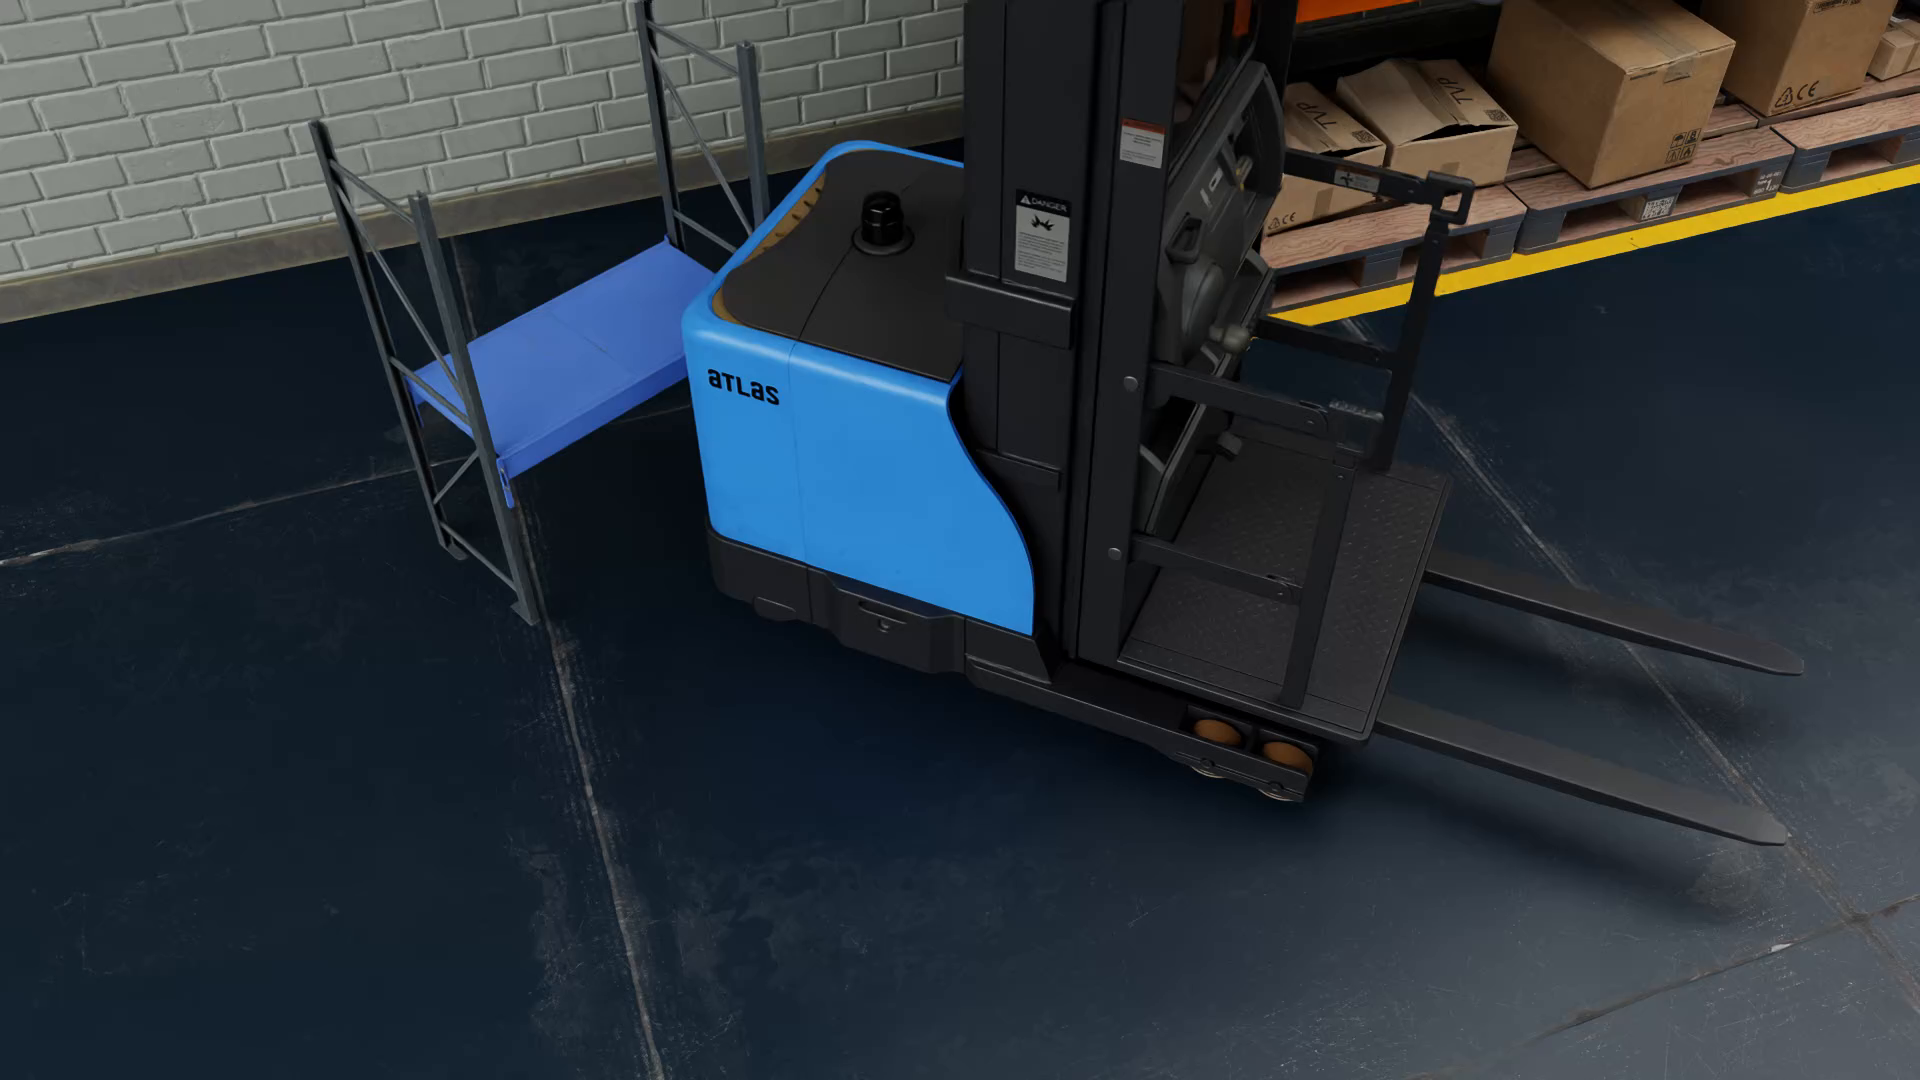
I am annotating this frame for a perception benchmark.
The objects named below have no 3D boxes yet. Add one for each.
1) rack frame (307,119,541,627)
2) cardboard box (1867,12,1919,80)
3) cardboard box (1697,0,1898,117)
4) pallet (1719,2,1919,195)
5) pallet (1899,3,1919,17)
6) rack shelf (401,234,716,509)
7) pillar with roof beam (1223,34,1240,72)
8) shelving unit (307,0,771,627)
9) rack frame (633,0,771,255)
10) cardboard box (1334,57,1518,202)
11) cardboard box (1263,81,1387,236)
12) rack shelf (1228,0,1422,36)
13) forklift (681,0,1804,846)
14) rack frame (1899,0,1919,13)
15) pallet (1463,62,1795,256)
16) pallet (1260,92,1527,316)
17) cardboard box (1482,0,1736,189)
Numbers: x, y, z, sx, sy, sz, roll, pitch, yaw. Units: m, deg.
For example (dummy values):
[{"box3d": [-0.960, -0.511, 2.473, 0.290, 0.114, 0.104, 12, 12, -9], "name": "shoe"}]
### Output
[{"box3d": [-1.451, -0.401, 4.590, 0.500, 1.500, 0.032, 35, 55, 30], "name": "rack frame"}, {"box3d": [3.800, -2.098, 6.913, 0.250, 0.166, 0.380, -20, 49, -19], "name": "cardboard box"}, {"box3d": [3.331, -2.088, 6.668, 0.500, 0.500, 0.500, -18, 48, -17], "name": "cardboard box"}, {"box3d": [3.674, -1.922, 7.017, 1.213, 0.211, 1.003, -14, 47, -14], "name": "pallet"}, {"box3d": [5.025, -2.295, 7.389, 1.213, 0.211, 1.003, -14, 47, -14], "name": "pallet"}, {"box3d": [-1.095, -0.530, 4.974, 0.538, 0.185, 1.000, 35, 55, 30], "name": "rack shelf"}, {"box3d": [2.357, -2.124, 1.014, 0.400, 9.000, 9.100, -14, 47, -14], "name": "pillar with roof beam"}, {"box3d": [-1.095, -0.657, 4.846, 0.538, 1.500, 1.048, 35, 55, 30], "name": "shelving unit"}, {"box3d": [-0.738, -0.914, 5.102, 0.500, 1.500, 0.032, 35, 55, 30], "name": "rack frame"}, {"box3d": [1.749, -1.579, 6.294, 0.500, 0.311, 0.500, -11, 46, -11], "name": "cardboard box"}, {"box3d": [1.212, -1.442, 6.157, 0.500, 0.311, 0.500, -19, 48, -18], "name": "cardboard box"}, {"box3d": [2.412, -2.357, 5.989, 4.000, 0.370, 1.077, -14, 47, -14], "name": "rack shelf"}, {"box3d": [0.816, -0.755, 3.934, 3.031, 2.935, 1.130, 17, 48, 16], "name": "forklift"}, {"box3d": [4.293, -3.092, 6.213, 0.127, 3.000, 1.000, -14, 47, -14], "name": "rack frame"}, {"box3d": [2.524, -1.626, 6.722, 1.213, 0.211, 1.003, -14, 47, -14], "name": "pallet"}, {"box3d": [1.379, -1.335, 6.432, 1.213, 0.211, 1.003, -14, 47, -14], "name": "pallet"}, {"box3d": [2.456, -1.789, 6.370, 0.500, 0.500, 0.700, -17, 48, -16], "name": "cardboard box"}]
